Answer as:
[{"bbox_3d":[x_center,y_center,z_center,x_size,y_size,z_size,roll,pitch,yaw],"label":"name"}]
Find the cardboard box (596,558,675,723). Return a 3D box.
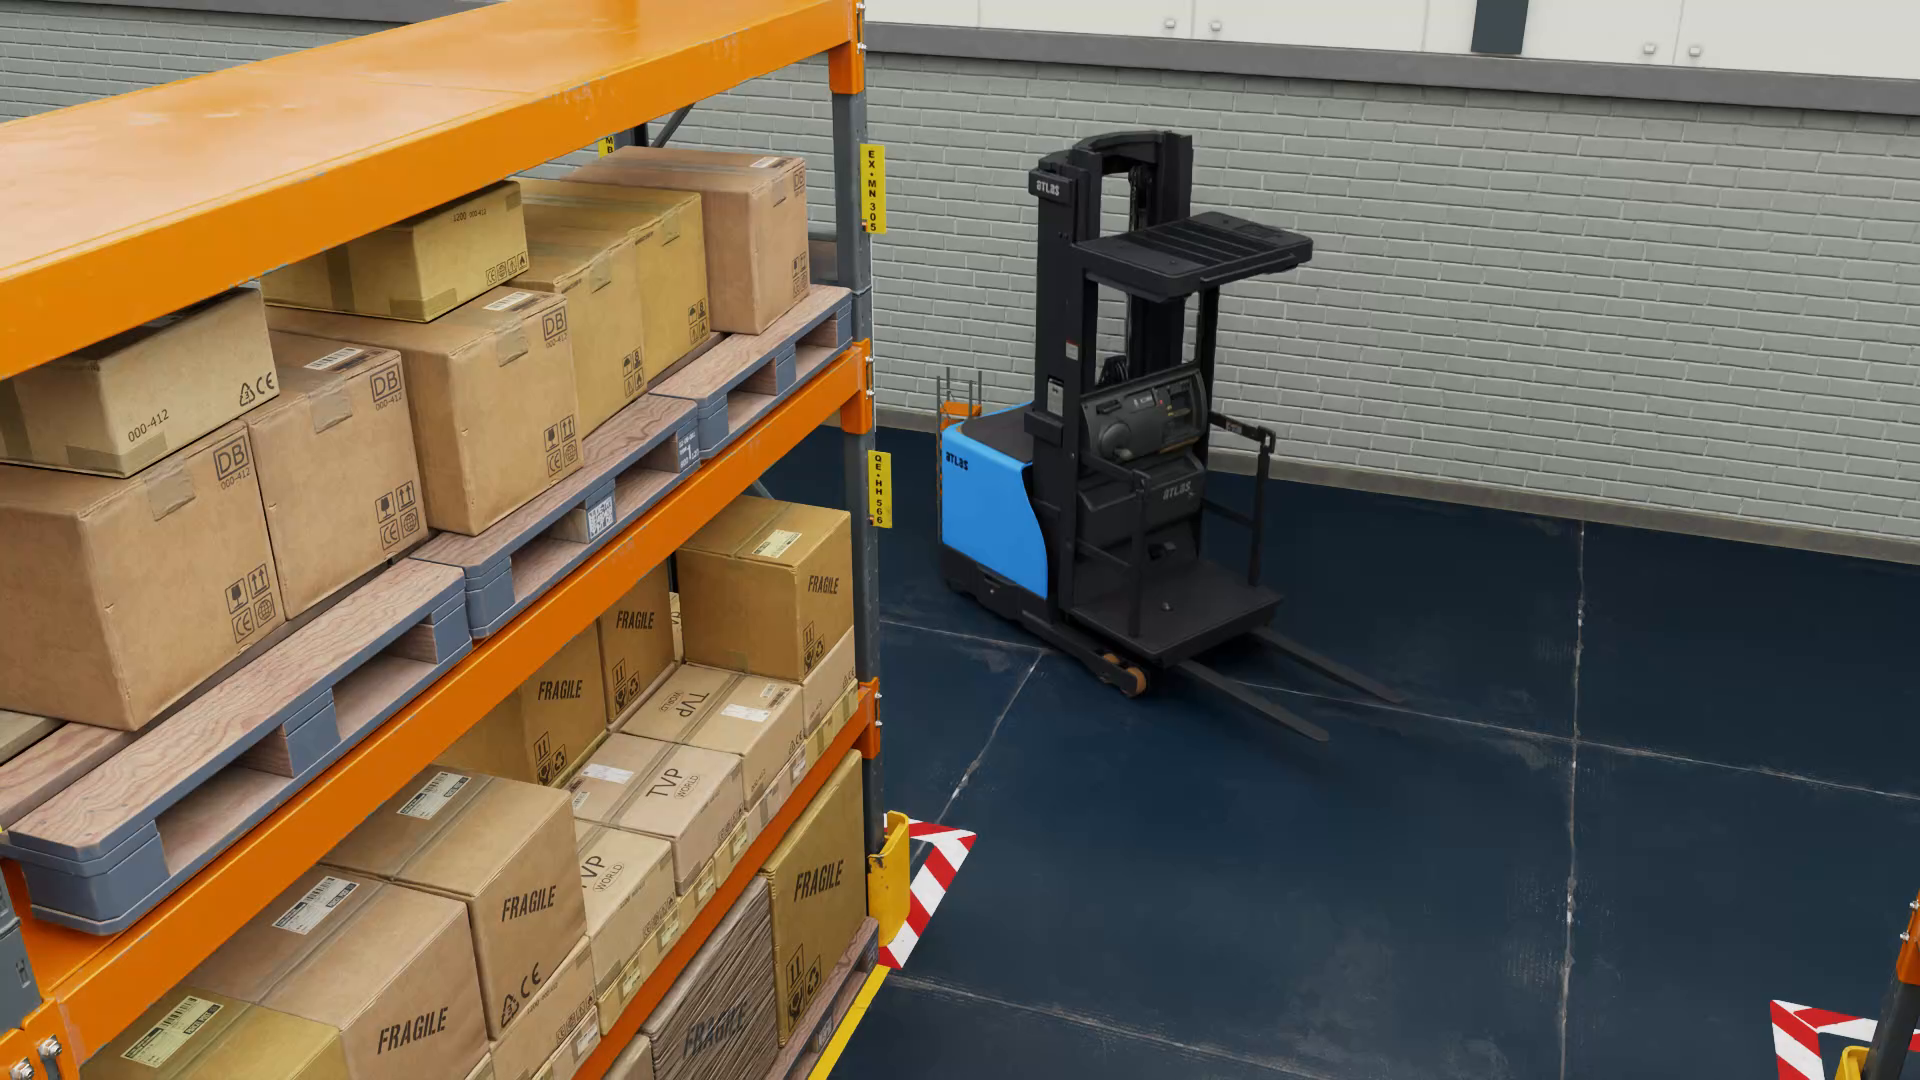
[{"bbox_3d":[-1.409,0.302,6.154,0.500,0.500,0.500,8,27,16],"label":"cardboard box"}]

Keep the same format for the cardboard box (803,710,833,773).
[{"bbox_3d":[-0.721,0.757,6.533,0.380,0.149,0.250,9,27,18],"label":"cardboard box"}]

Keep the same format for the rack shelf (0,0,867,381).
[{"bbox_3d":[-1.494,-1.032,4.339,1.077,0.370,4.000,9,27,17],"label":"rack shelf"}]

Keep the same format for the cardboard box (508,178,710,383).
[{"bbox_3d":[-1.252,-0.851,5.412,0.700,0.500,0.500,8,27,16],"label":"cardboard box"}]

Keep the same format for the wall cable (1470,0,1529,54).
[{"bbox_3d":[4.303,-5.629,8.859,2.277,5.999,0.120,9,27,17],"label":"wall cable"}]

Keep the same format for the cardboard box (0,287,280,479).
[{"bbox_3d":[-1.840,-0.366,3.549,0.500,0.250,0.500,7,27,14],"label":"cardboard box"}]

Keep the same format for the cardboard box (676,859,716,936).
[{"bbox_3d":[-1.061,1.176,5.666,0.380,0.149,0.250,9,27,18],"label":"cardboard box"}]

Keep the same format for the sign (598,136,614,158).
[{"bbox_3d":[-1.350,-1.519,6.410,0.100,0.325,0.005,9,27,17],"label":"sign"}]

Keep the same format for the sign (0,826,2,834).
[{"bbox_3d":[-1.645,0.337,2.716,0.100,0.325,0.005,9,27,17],"label":"sign"}]

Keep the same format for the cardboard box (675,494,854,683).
[{"bbox_3d":[-0.743,0.177,6.412,0.500,0.500,0.500,9,27,18],"label":"cardboard box"}]

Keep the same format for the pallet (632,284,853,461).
[{"bbox_3d":[-1.065,-0.661,5.833,1.003,0.211,1.213,9,27,17],"label":"pallet"}]

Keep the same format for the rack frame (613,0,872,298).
[{"bbox_3d":[-0.828,-2.357,5.793,1.000,3.000,0.127,9,27,17],"label":"rack frame"}]

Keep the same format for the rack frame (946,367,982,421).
[{"bbox_3d":[0.026,-0.572,11.054,0.240,1.200,0.006,9,27,17],"label":"rack frame"}]

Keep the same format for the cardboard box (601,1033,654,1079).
[{"bbox_3d":[-1.565,2.124,5.377,0.875,0.875,0.875,9,27,17],"label":"cardboard box"}]

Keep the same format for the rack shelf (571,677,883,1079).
[{"bbox_3d":[-1.494,1.488,5.559,1.077,0.370,4.000,9,27,17],"label":"rack shelf"}]

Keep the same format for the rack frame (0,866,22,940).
[{"bbox_3d":[-2.160,-0.714,2.398,1.000,3.000,0.127,9,27,17],"label":"rack frame"}]

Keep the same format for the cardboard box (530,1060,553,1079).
[{"bbox_3d":[-1.402,1.596,4.799,0.380,0.149,0.250,8,27,17],"label":"cardboard box"}]

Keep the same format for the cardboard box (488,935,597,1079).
[{"bbox_3d":[-1.419,1.348,4.855,0.500,0.250,0.500,9,27,19],"label":"cardboard box"}]

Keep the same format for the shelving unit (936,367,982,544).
[{"bbox_3d":[-0.005,-0.534,10.976,0.258,1.200,0.189,9,27,17],"label":"shelving unit"}]

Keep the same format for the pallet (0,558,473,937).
[{"bbox_3d":[-1.877,0.342,3.762,1.003,0.211,1.213,9,27,17],"label":"pallet"}]

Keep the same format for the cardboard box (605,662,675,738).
[{"bbox_3d":[-1.410,0.649,6.298,0.500,0.250,0.500,8,27,17],"label":"cardboard box"}]

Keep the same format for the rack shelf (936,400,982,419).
[{"bbox_3d":[-0.005,-0.818,10.839,0.258,0.103,0.180,9,27,17],"label":"rack shelf"}]

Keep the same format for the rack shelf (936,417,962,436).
[{"bbox_3d":[-0.005,-0.710,10.891,0.258,0.103,0.180,9,27,17],"label":"rack shelf"}]

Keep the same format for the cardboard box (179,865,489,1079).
[{"bbox_3d":[-1.588,1.222,4.255,0.500,0.500,0.500,9,27,17],"label":"cardboard box"}]

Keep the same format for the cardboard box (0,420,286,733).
[{"bbox_3d":[-1.956,0.027,3.598,0.700,0.500,0.500,7,27,14],"label":"cardboard box"}]

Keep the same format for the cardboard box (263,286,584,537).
[{"bbox_3d":[-1.465,-0.387,4.455,0.700,0.500,0.500,10,28,20],"label":"cardboard box"}]

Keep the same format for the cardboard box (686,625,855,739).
[{"bbox_3d":[-0.739,0.514,6.577,0.500,0.250,0.500,8,27,17],"label":"cardboard box"}]

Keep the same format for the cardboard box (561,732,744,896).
[{"bbox_3d":[-1.078,0.932,5.715,0.500,0.250,0.500,8,27,16],"label":"cardboard box"}]

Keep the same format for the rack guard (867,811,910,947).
[{"bbox_3d":[-0.820,1.458,7.665,1.175,0.500,0.348,9,27,17],"label":"rack guard"}]

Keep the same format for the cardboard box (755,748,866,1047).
[{"bbox_3d":[-0.966,1.385,6.904,0.875,0.875,0.875,9,27,17],"label":"cardboard box"}]

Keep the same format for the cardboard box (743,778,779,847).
[{"bbox_3d":[-0.890,0.963,6.107,0.380,0.149,0.250,9,27,18],"label":"cardboard box"}]

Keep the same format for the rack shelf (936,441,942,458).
[{"bbox_3d":[-0.005,-0.602,10.943,0.258,0.103,0.180,9,27,17],"label":"rack shelf"}]

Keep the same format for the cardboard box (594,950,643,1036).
[{"bbox_3d":[-1.230,1.385,5.235,0.380,0.149,0.250,8,27,16],"label":"cardboard box"}]

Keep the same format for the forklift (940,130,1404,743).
[{"bbox_3d":[1.187,-0.679,9.288,1.130,2.935,3.031,-19,32,-34],"label":"forklift"}]
